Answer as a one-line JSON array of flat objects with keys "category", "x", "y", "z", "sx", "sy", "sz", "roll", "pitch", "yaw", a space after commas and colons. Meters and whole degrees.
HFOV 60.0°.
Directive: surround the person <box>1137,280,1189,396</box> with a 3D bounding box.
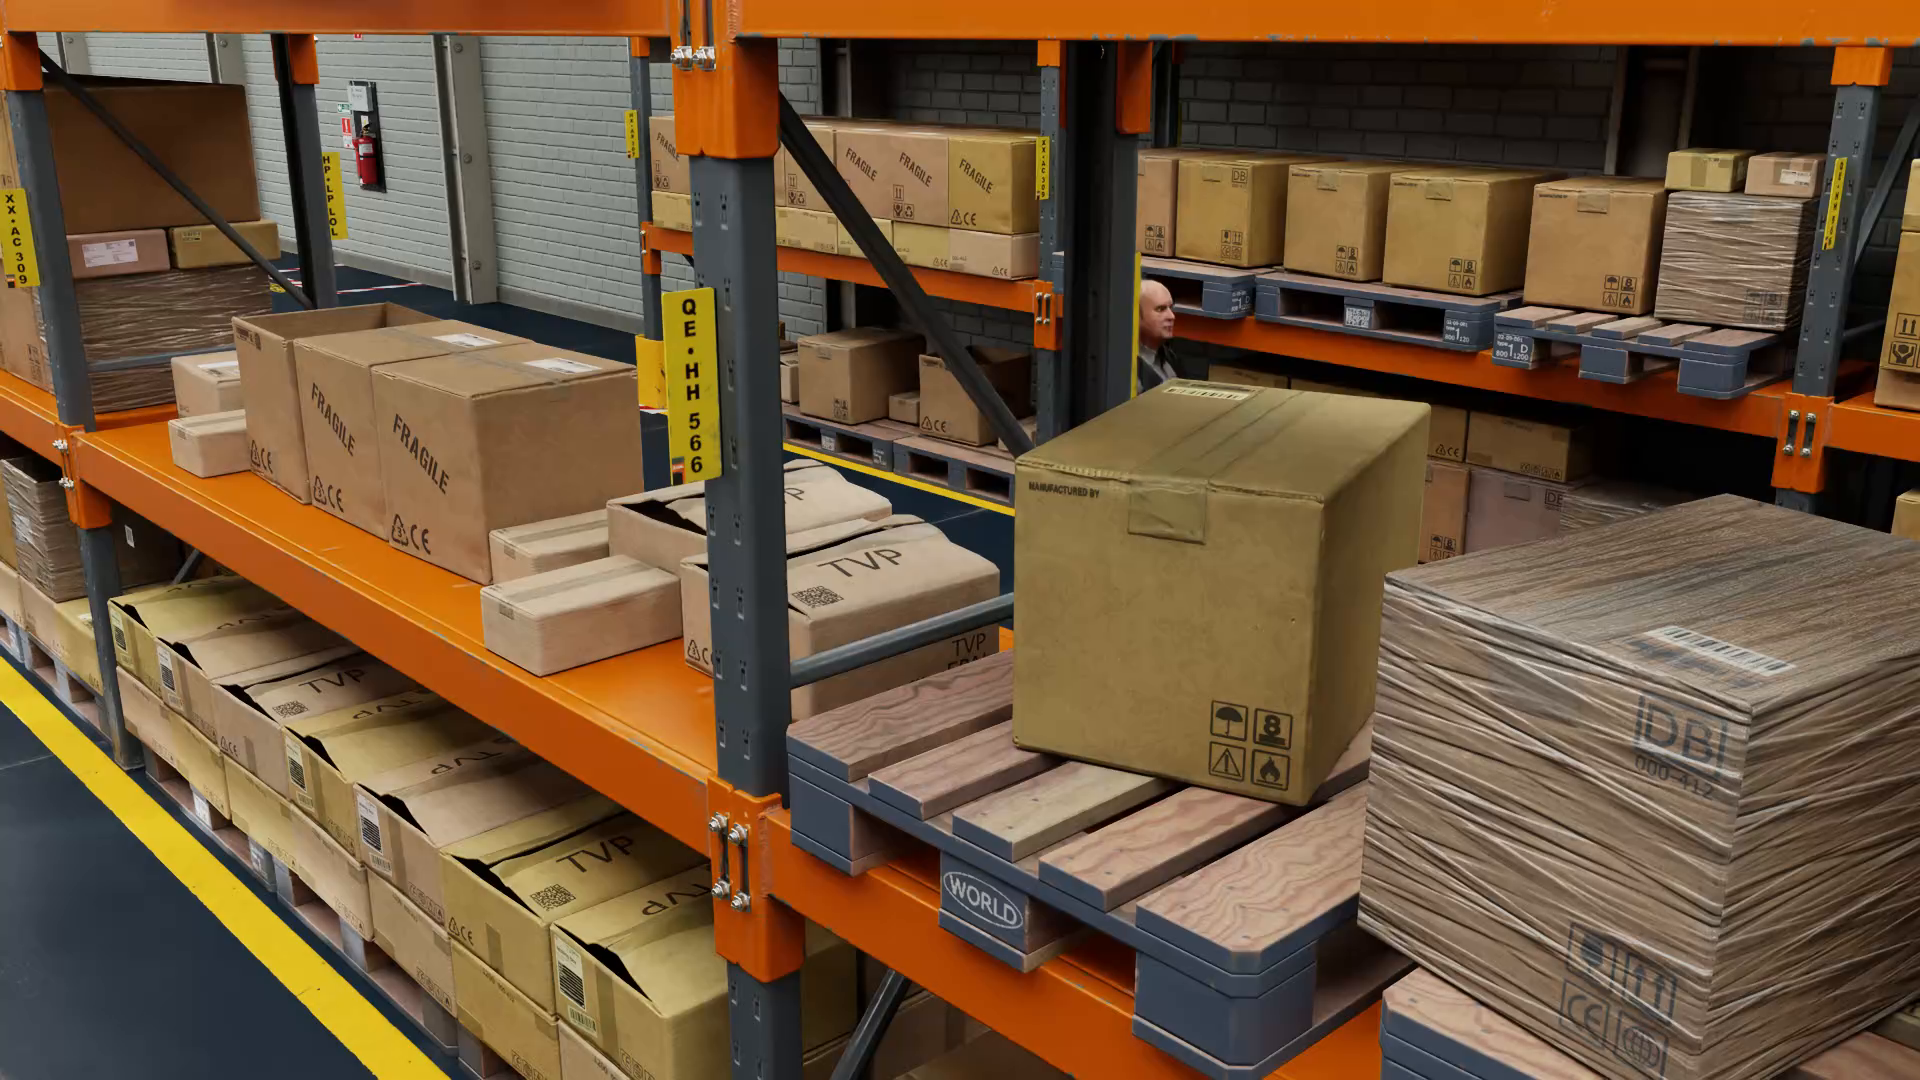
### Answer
[{"category": "person", "x": 0.725, "y": -0.125, "z": 6.537, "sx": 0.592, "sy": 1.783, "sz": 0.550, "roll": 11, "pitch": 20, "yaw": 31}]
